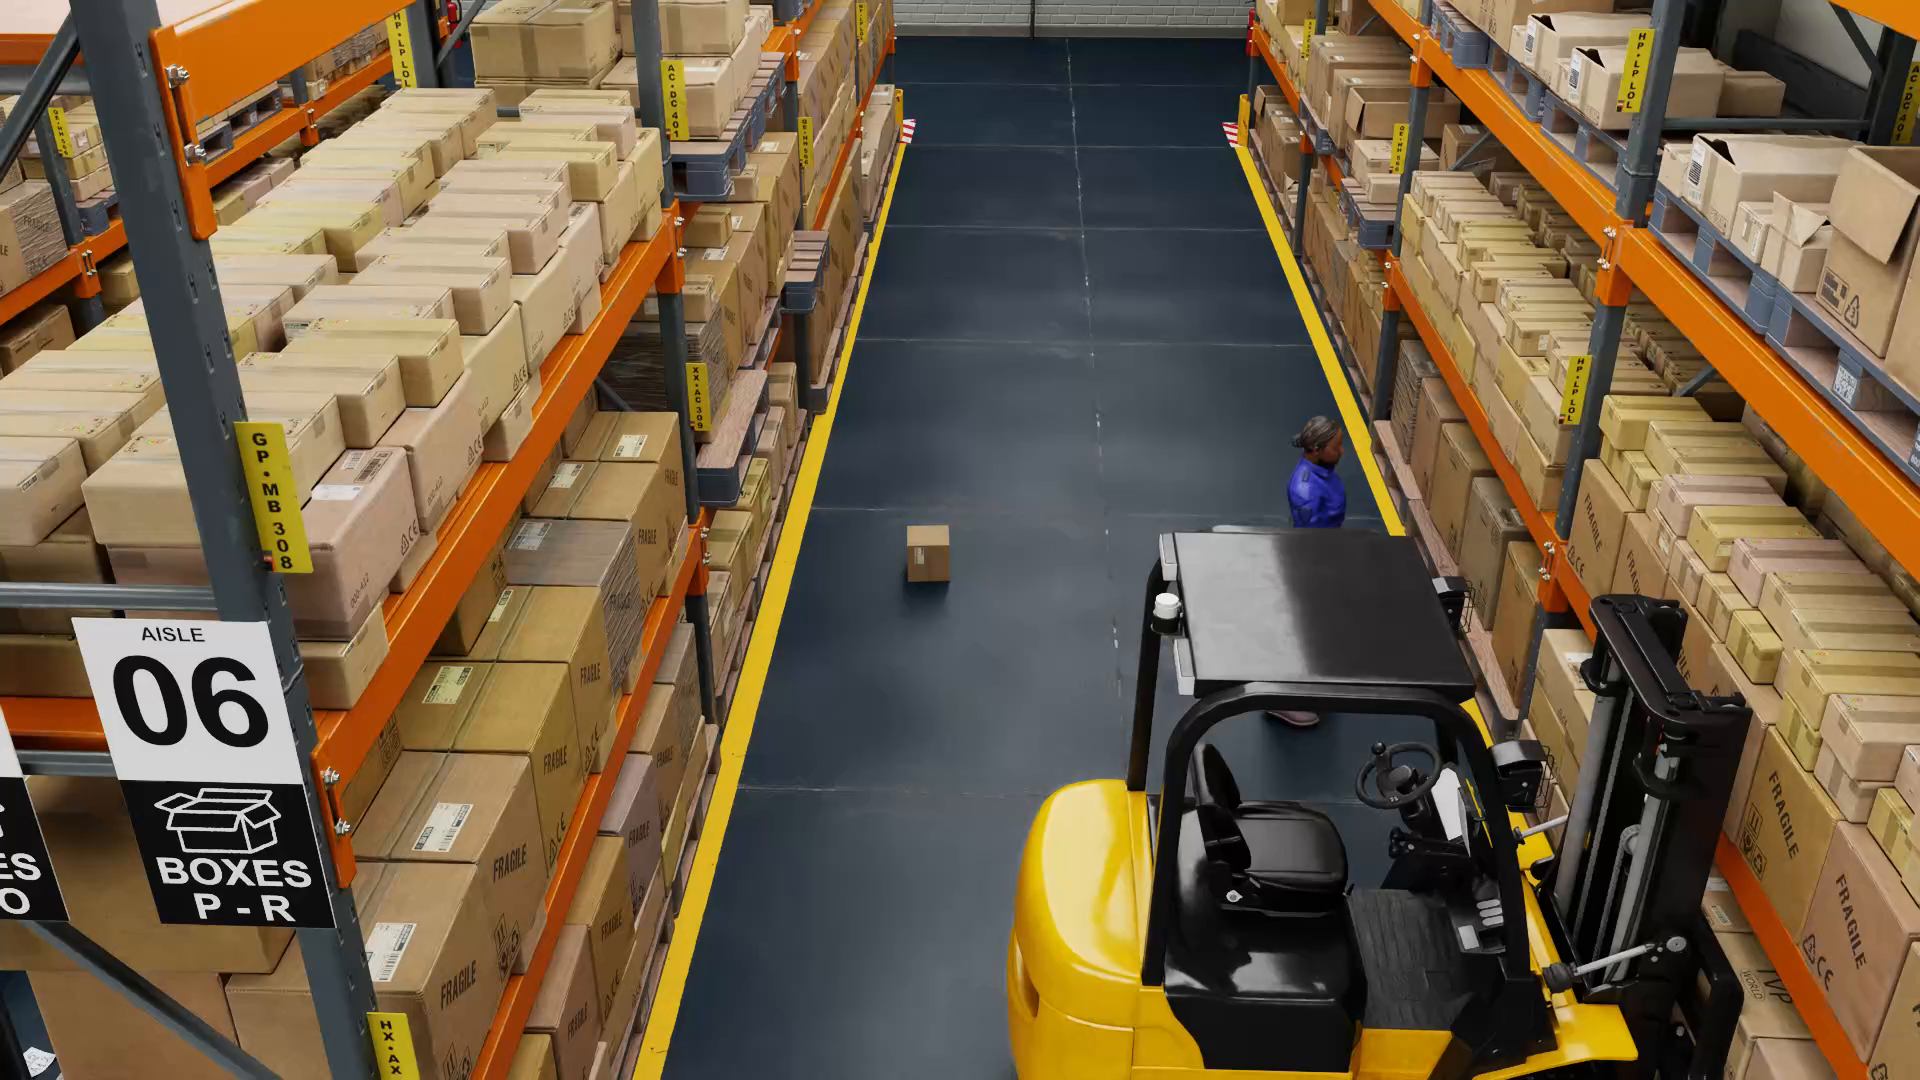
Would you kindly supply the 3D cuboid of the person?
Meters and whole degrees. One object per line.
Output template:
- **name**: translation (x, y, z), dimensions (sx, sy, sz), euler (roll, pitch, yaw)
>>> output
- **person**: translation (1.819, 0.168, 8.300), dimensions (0.462, 1.679, 0.485), euler (11, 30, 20)
